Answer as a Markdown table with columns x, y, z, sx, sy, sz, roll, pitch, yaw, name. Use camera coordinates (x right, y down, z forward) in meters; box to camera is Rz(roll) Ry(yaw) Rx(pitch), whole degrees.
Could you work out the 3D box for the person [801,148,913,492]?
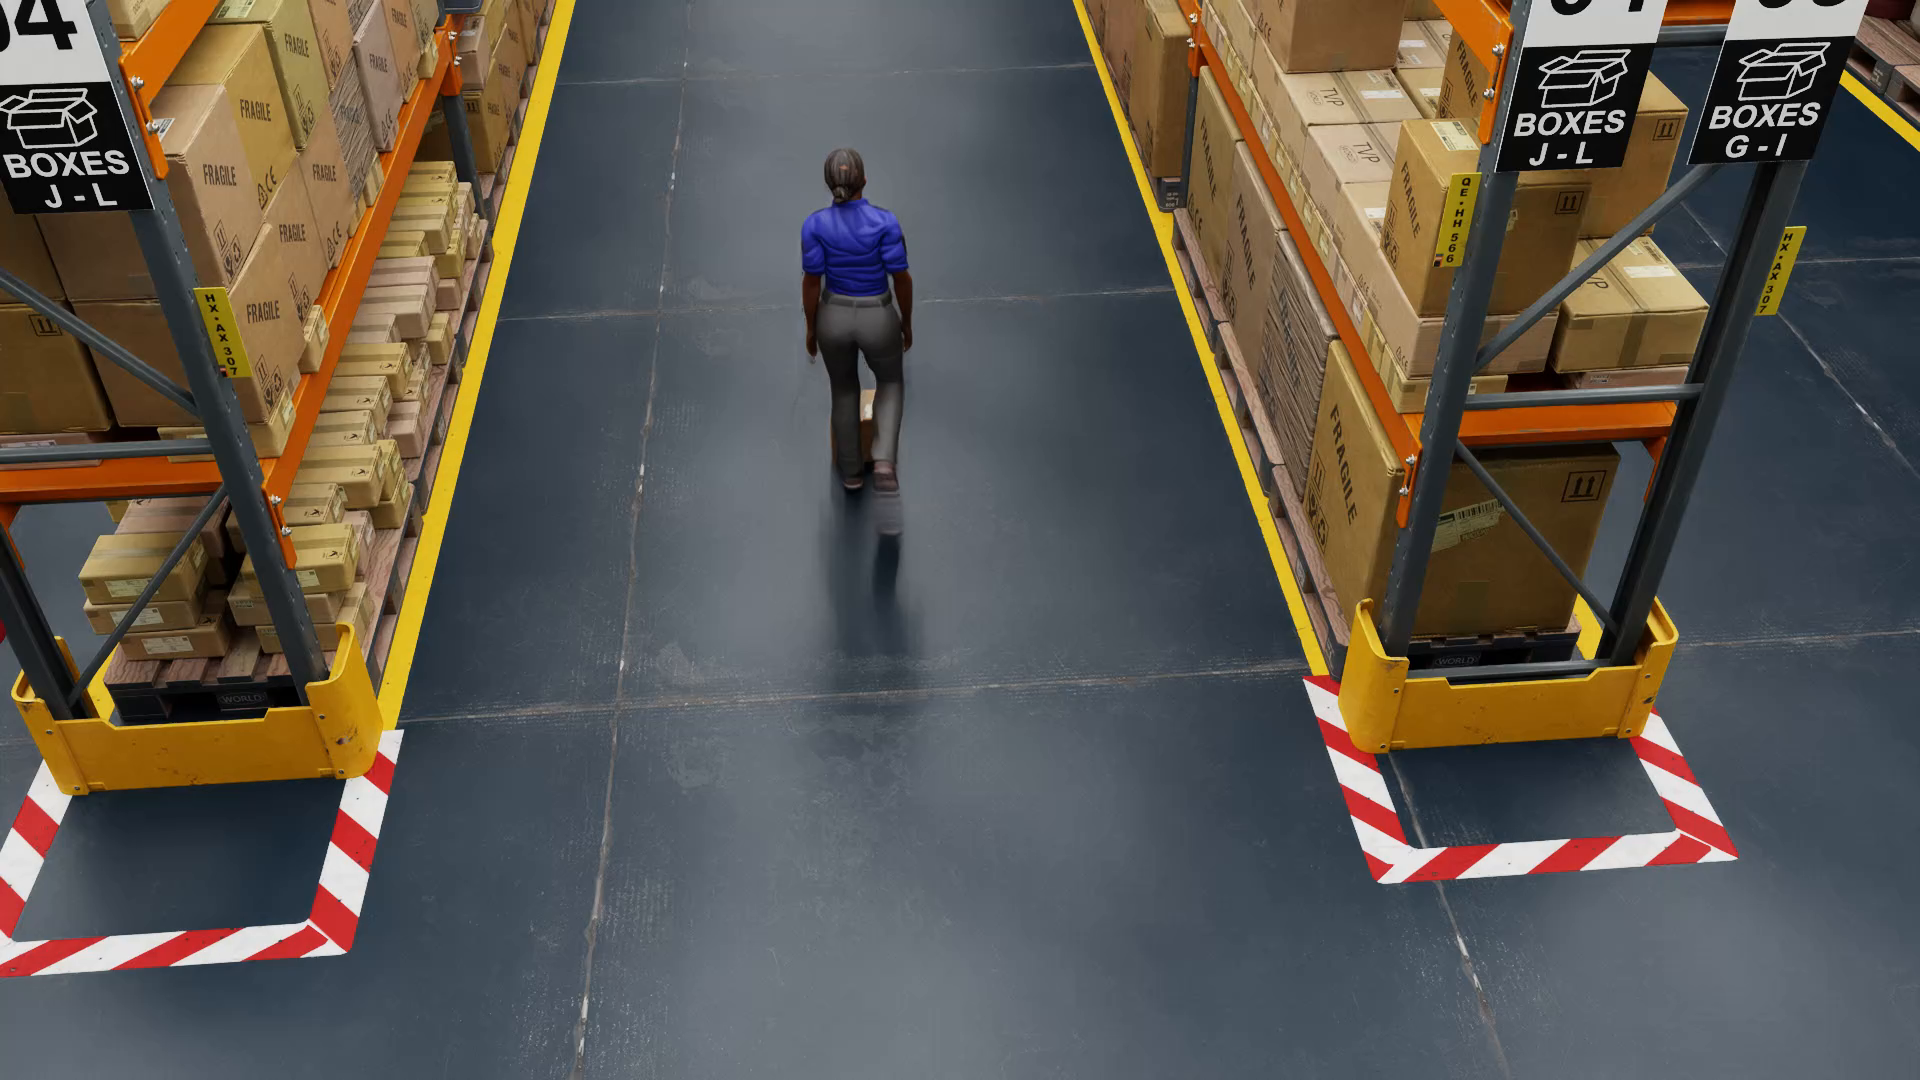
| x | y | z | sx | sy | sz | roll | pitch | yaw | name |
| --- | --- | --- | --- | --- | --- | --- | --- | --- | --- |
| -0.443 | -0.882 | 7.220 | 0.482 | 1.643 | 0.513 | 1 | 39 | 1 | person |
